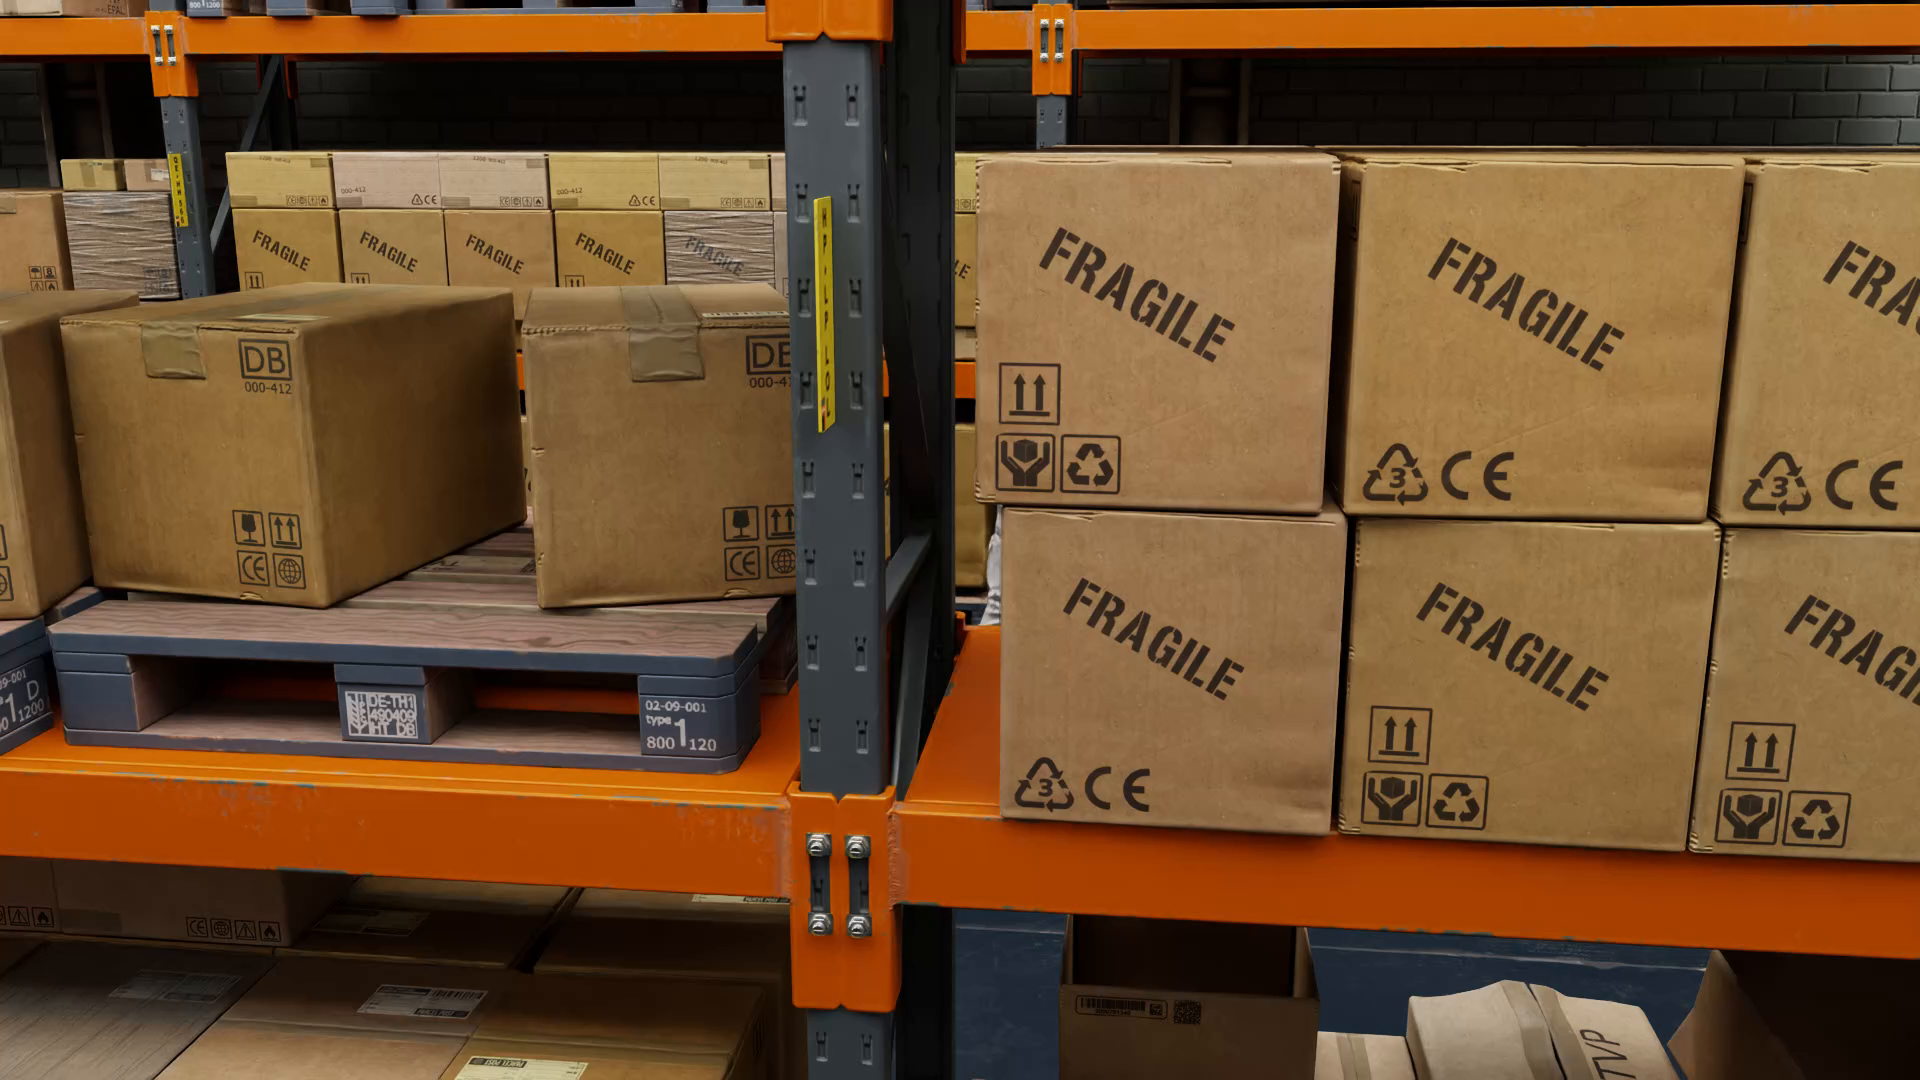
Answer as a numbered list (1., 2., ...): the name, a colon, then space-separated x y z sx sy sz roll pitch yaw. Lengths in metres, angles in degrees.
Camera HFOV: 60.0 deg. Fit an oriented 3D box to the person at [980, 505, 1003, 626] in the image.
1. person: 0.378 -0.119 6.370 0.705 1.772 0.613 -8 16 -29
